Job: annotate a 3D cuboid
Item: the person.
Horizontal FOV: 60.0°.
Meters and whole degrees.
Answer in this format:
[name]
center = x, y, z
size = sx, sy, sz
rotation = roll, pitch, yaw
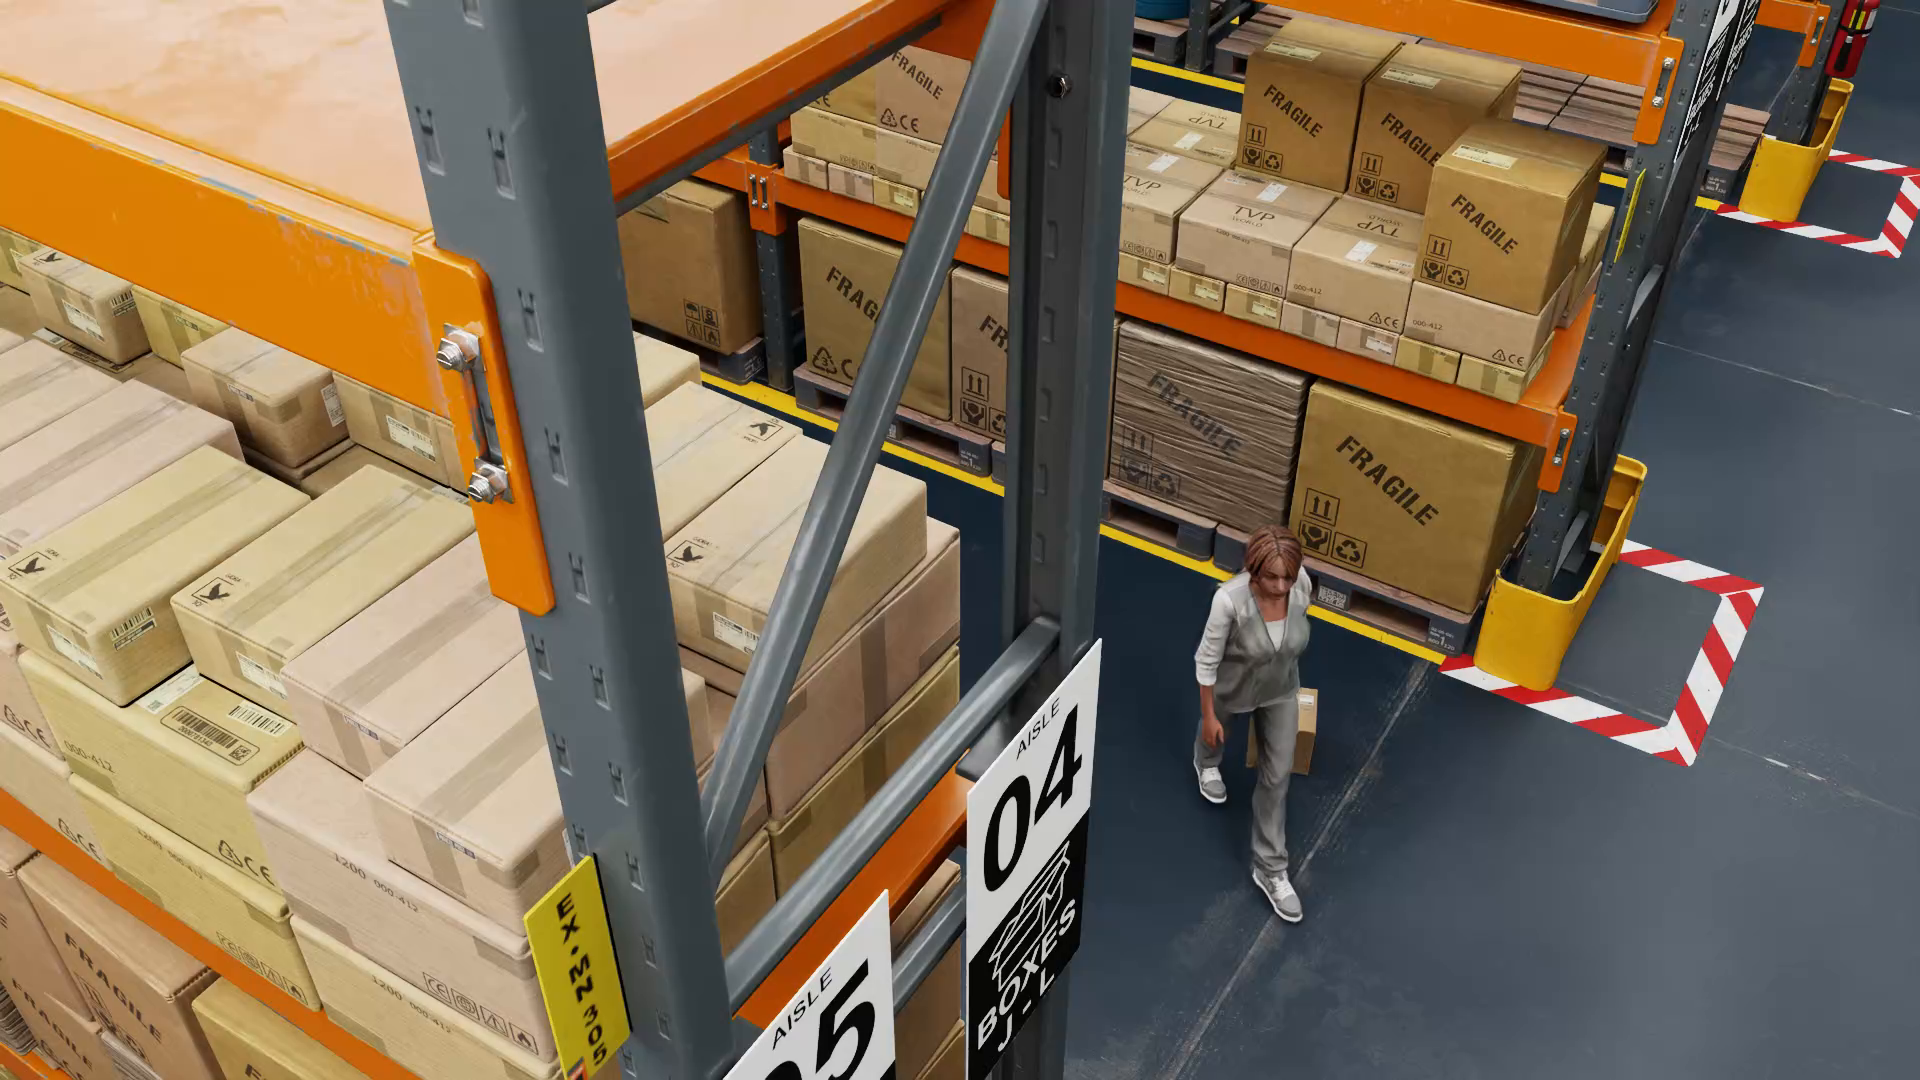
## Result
[person]
center = 1.039, 0.556, 5.963
size = 0.442, 1.546, 0.877
rotation = -5, 39, -6
